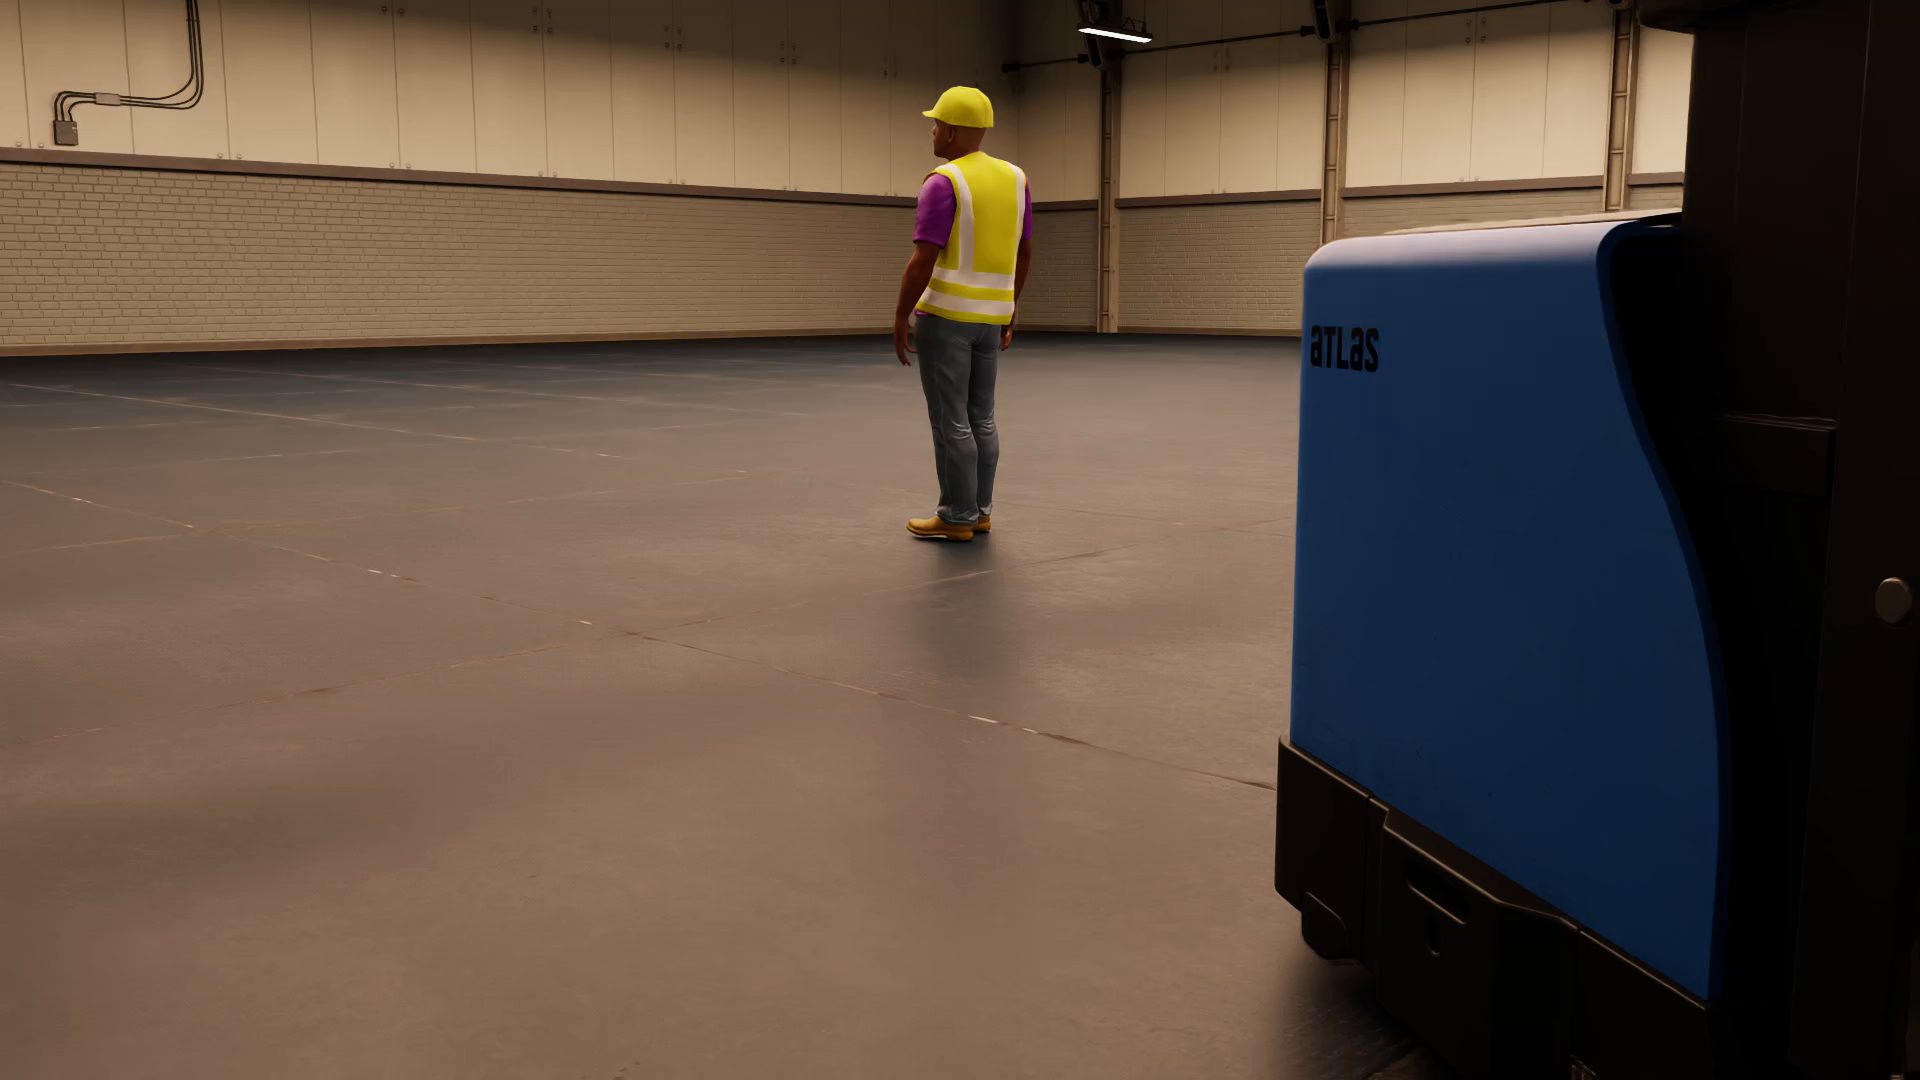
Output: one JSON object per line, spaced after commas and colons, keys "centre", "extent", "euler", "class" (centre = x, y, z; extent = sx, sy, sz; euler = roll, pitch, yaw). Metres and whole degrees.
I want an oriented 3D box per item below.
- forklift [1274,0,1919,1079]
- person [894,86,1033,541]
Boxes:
{"centre": [1.332, -0.641, 1.133], "extent": [1.130, 2.935, 3.031], "euler": [-2, 9, -13], "class": "forklift"}
{"centre": [-0.047, -0.888, 6.637], "extent": [0.575, 1.768, 0.665], "euler": [8, 12, 43], "class": "person"}
